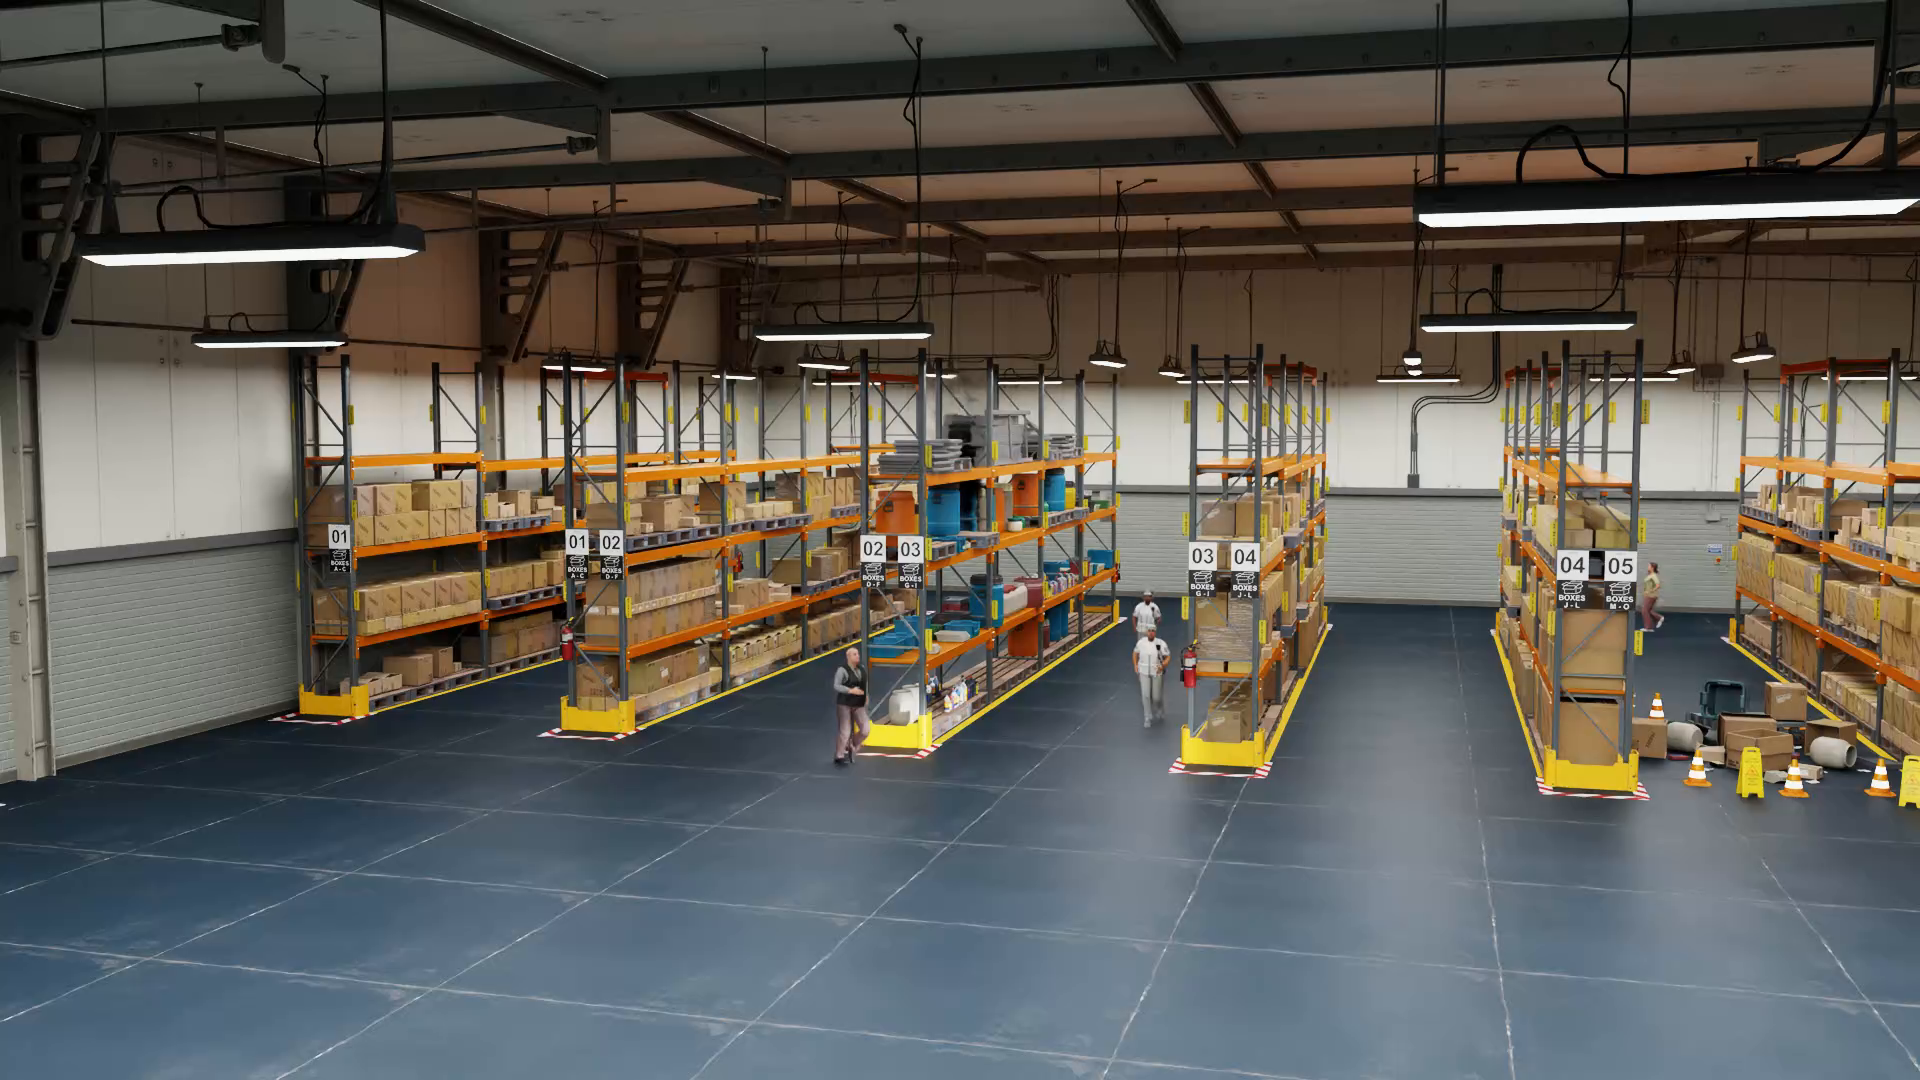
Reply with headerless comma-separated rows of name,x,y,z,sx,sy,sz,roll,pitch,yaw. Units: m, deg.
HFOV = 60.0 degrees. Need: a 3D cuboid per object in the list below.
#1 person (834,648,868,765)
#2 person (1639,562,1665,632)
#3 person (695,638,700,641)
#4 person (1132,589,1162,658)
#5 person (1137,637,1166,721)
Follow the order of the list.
person,-1.472,2.382,23.714,0.545,1.694,0.628,-3,5,-37
person,15.977,1.317,38.318,0.546,1.623,0.567,1,4,13
person,-5.828,1.568,35.826,0.629,1.496,0.812,1,4,8
person,3.618,1.771,32.210,0.575,1.661,0.560,0,4,6
person,3.110,2.243,26.967,0.452,1.347,0.584,1,4,14
